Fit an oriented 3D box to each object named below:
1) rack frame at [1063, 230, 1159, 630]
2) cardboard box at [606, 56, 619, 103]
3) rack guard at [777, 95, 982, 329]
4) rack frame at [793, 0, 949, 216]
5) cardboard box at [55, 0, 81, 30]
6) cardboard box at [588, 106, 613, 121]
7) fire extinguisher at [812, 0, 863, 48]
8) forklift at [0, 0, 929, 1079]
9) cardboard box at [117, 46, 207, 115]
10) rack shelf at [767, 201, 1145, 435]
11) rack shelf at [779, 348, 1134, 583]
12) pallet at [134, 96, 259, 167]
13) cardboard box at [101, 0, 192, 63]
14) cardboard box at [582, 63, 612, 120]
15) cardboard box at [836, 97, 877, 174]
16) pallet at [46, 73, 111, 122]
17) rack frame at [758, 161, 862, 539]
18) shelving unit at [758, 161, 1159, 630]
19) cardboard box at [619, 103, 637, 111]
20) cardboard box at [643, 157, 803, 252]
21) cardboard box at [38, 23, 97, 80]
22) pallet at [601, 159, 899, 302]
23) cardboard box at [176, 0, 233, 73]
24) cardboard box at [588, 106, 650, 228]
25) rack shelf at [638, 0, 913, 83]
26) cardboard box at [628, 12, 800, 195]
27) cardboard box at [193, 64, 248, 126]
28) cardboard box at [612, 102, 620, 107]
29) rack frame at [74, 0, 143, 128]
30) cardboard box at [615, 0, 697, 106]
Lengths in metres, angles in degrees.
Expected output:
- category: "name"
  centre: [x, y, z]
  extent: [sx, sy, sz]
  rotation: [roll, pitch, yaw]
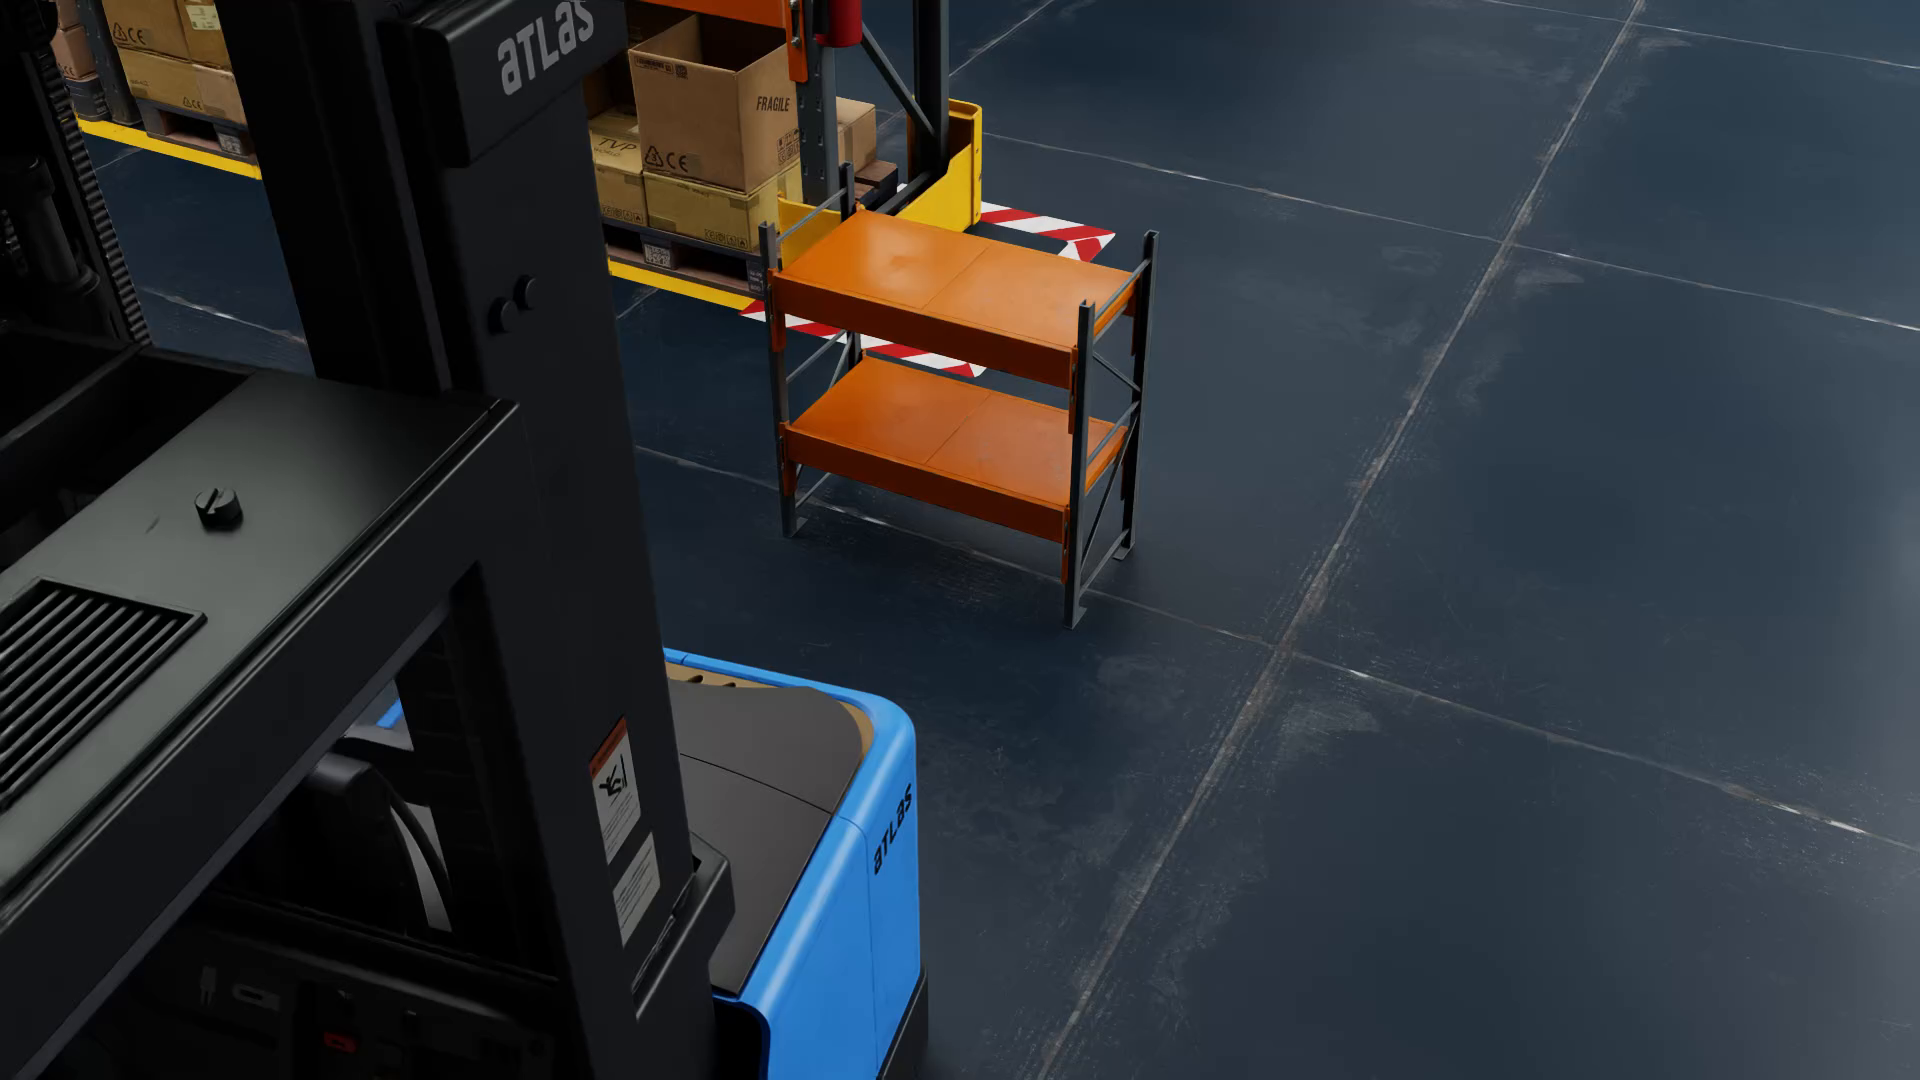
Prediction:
- category: "rack frame"
  centre: [0.445, -0.309, 4.953]
  extent: [0.032, 1.125, 0.500]
  rotation: [17, 41, 21]
- category: "cardboard box"
  centre: [-1.596, -2.293, 7.323]
  extent: [0.500, 0.500, 0.500]
  rotation: [17, 41, 21]
- category: "rack guard"
  centre: [-0.306, -1.381, 6.882]
  extent: [0.348, 0.500, 1.175]
  rotation: [17, 41, 21]
- category: "rack frame"
  centre: [-0.327, -2.383, 6.135]
  extent: [0.127, 3.000, 1.000]
  rotation: [17, 41, 21]
- category: "cardboard box"
  centre: [-4.370, -2.749, 8.081]
  extent: [0.500, 0.311, 0.500]
  rotation: [17, 41, 21]
- category: "cardboard box"
  centre: [-1.833, -1.716, 7.184]
  extent: [0.500, 0.250, 0.500]
  rotation: [17, 41, 21]
- category: "fire extinguisher"
  centre: [-0.436, -2.070, 5.787]
  extent: [0.183, 0.674, 0.296]
  rotation: [17, 41, 21]
- category: "forklift"
  centre: [-1.013, 0.765, 2.046]
  extent: [1.130, 2.935, 3.031]
  rotation: [11, 39, 14]
- category: "cardboard box"
  centre: [-3.607, -2.276, 7.921]
  extent: [0.500, 0.250, 0.500]
  rotation: [17, 41, 21]
- category: "rack shelf"
  centre: [-0.006, -0.683, 4.962]
  extent: [1.000, 0.278, 0.538]
  rotation: [17, 41, 21]
- category: "rack shelf"
  centre: [-0.006, -0.255, 5.287]
  extent: [1.000, 0.278, 0.538]
  rotation: [17, 41, 21]
- category: "pallet"
  centre: [-3.192, -2.141, 8.123]
  extent: [1.213, 0.211, 1.003]
  rotation: [17, 41, 21]
- category: "cardboard box"
  centre: [-3.611, -2.569, 7.687]
  extent: [0.500, 0.500, 0.500]
  rotation: [17, 41, 21]
- category: "cardboard box"
  centre: [-1.835, -2.013, 6.955]
  extent: [0.500, 0.500, 0.500]
  rotation: [17, 41, 21]
- category: "cardboard box"
  centre: [-0.701, -1.724, 7.194]
  extent: [0.500, 0.250, 0.500]
  rotation: [17, 41, 21]
- category: "pallet"
  centre: [-4.551, -2.569, 8.686]
  extent: [1.213, 0.211, 1.003]
  rotation: [17, 41, 21]
- category: "rack frame"
  centre: [-0.457, -0.591, 5.325]
  extent: [0.032, 1.125, 0.500]
  rotation: [17, 41, 21]
- category: "shelving unit"
  centre: [-0.006, -0.450, 5.139]
  extent: [1.048, 1.125, 0.538]
  rotation: [17, 41, 21]
- category: "cardboard box"
  centre: [-1.147, -1.861, 7.374]
  extent: [0.500, 0.250, 0.500]
  rotation: [17, 41, 21]
- category: "cardboard box"
  centre: [-0.939, -1.446, 6.827]
  extent: [0.500, 0.250, 0.500]
  rotation: [17, 41, 21]
- category: "cardboard box"
  centre: [-4.380, -2.527, 8.252]
  extent: [0.500, 0.250, 0.500]
  rotation: [17, 40, 21]
- category: "pallet"
  centre: [-1.025, -1.463, 7.229]
  extent: [1.213, 0.211, 1.003]
  rotation: [17, 41, 21]
- category: "cardboard box"
  centre: [-3.164, -2.434, 7.509]
  extent: [0.500, 0.500, 0.500]
  rotation: [17, 41, 21]
- category: "cardboard box"
  centre: [-1.389, -1.578, 7.002]
  extent: [0.500, 0.250, 0.500]
  rotation: [17, 41, 21]
- category: "rack shelf"
  centre: [-2.103, -2.653, 7.086]
  extent: [4.000, 0.370, 1.077]
  rotation: [17, 41, 21]
- category: "cardboard box"
  centre: [-0.940, -1.743, 6.599]
  extent: [0.500, 0.500, 0.500]
  rotation: [17, 41, 21]
- category: "cardboard box"
  centre: [-3.165, -2.134, 7.734]
  extent: [0.500, 0.250, 0.500]
  rotation: [17, 41, 21]
- category: "cardboard box"
  centre: [-1.590, -2.000, 7.558]
  extent: [0.500, 0.250, 0.500]
  rotation: [17, 41, 21]
- category: "rack frame"
  centre: [-3.879, -3.495, 7.601]
  extent: [0.127, 3.000, 1.000]
  rotation: [17, 41, 21]
- category: "cardboard box"
  centre: [-1.146, -2.160, 7.149]
  extent: [0.500, 0.500, 0.500]
  rotation: [17, 41, 21]
